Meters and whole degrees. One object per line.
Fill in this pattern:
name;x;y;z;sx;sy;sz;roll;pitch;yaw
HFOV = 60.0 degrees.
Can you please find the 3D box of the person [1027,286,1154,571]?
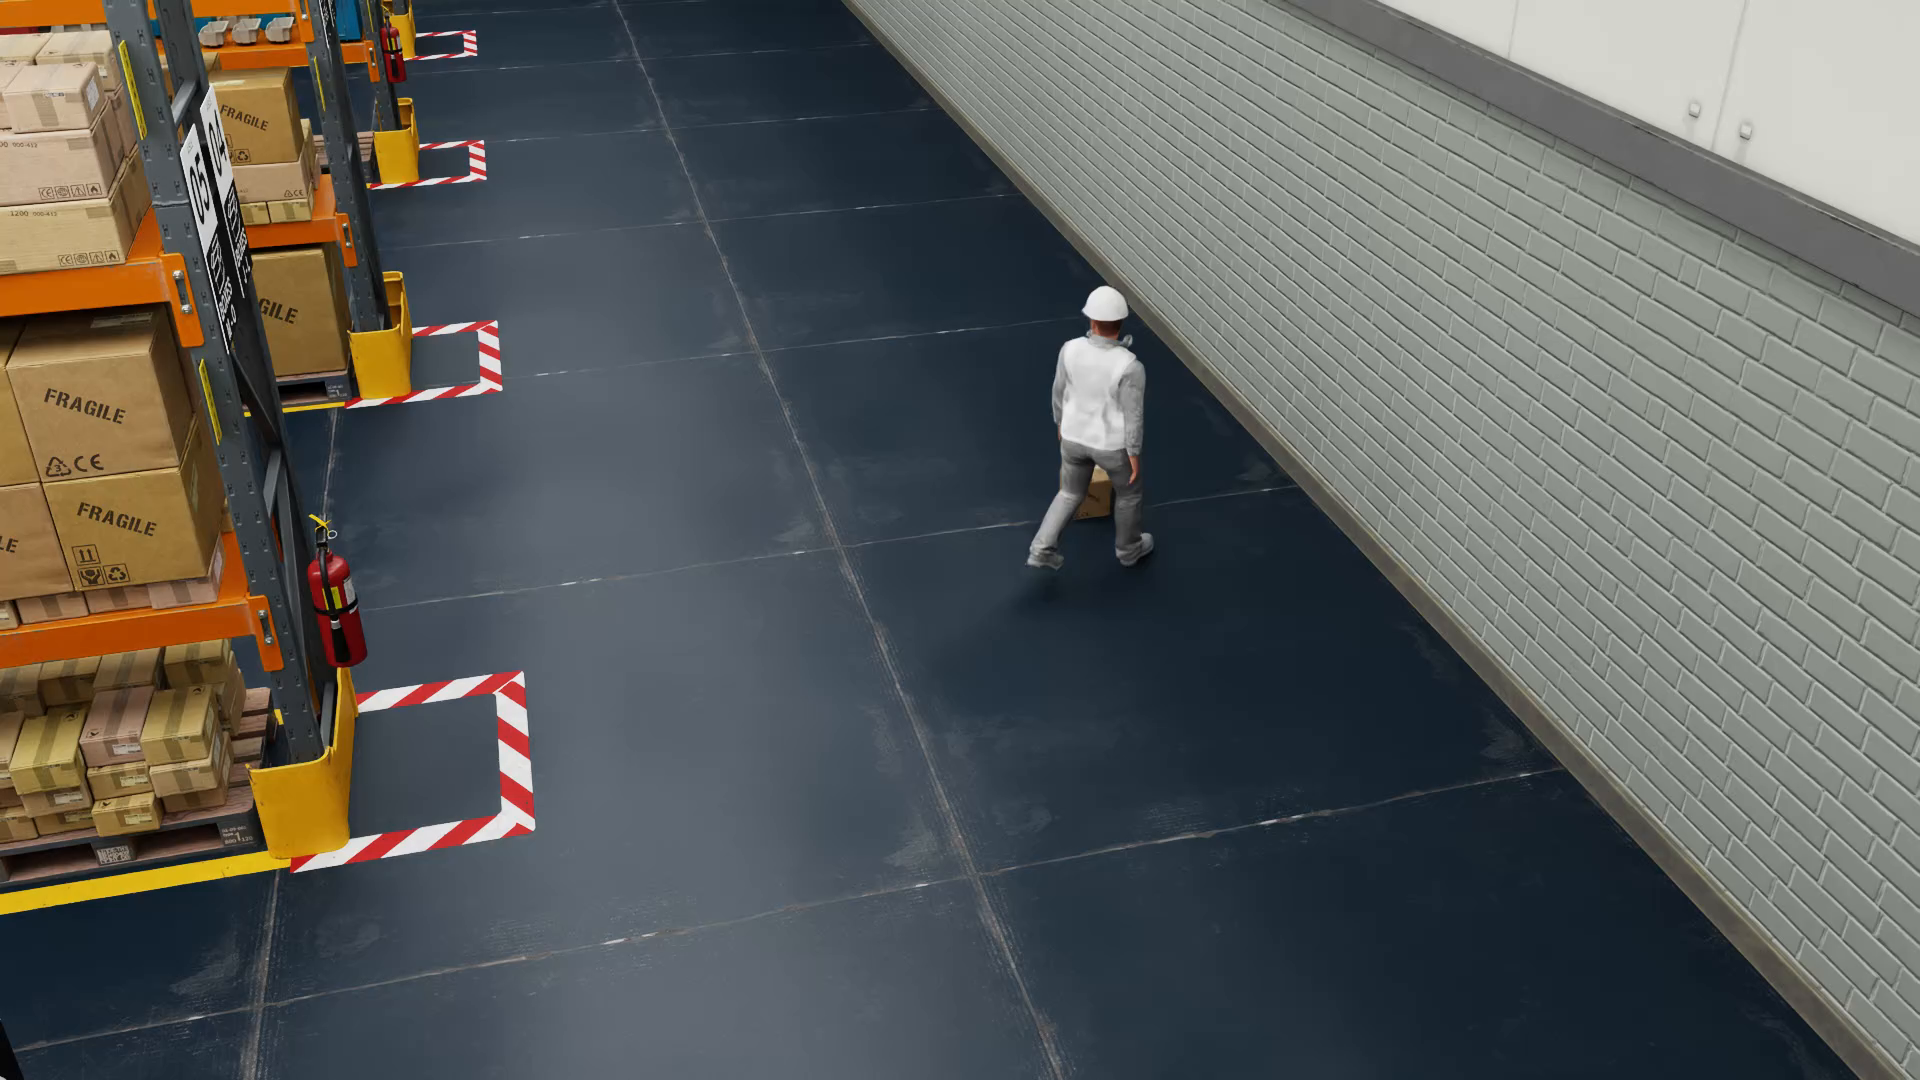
person;0.781;-0.580;9.233;0.567;1.751;0.855;18;35;28
